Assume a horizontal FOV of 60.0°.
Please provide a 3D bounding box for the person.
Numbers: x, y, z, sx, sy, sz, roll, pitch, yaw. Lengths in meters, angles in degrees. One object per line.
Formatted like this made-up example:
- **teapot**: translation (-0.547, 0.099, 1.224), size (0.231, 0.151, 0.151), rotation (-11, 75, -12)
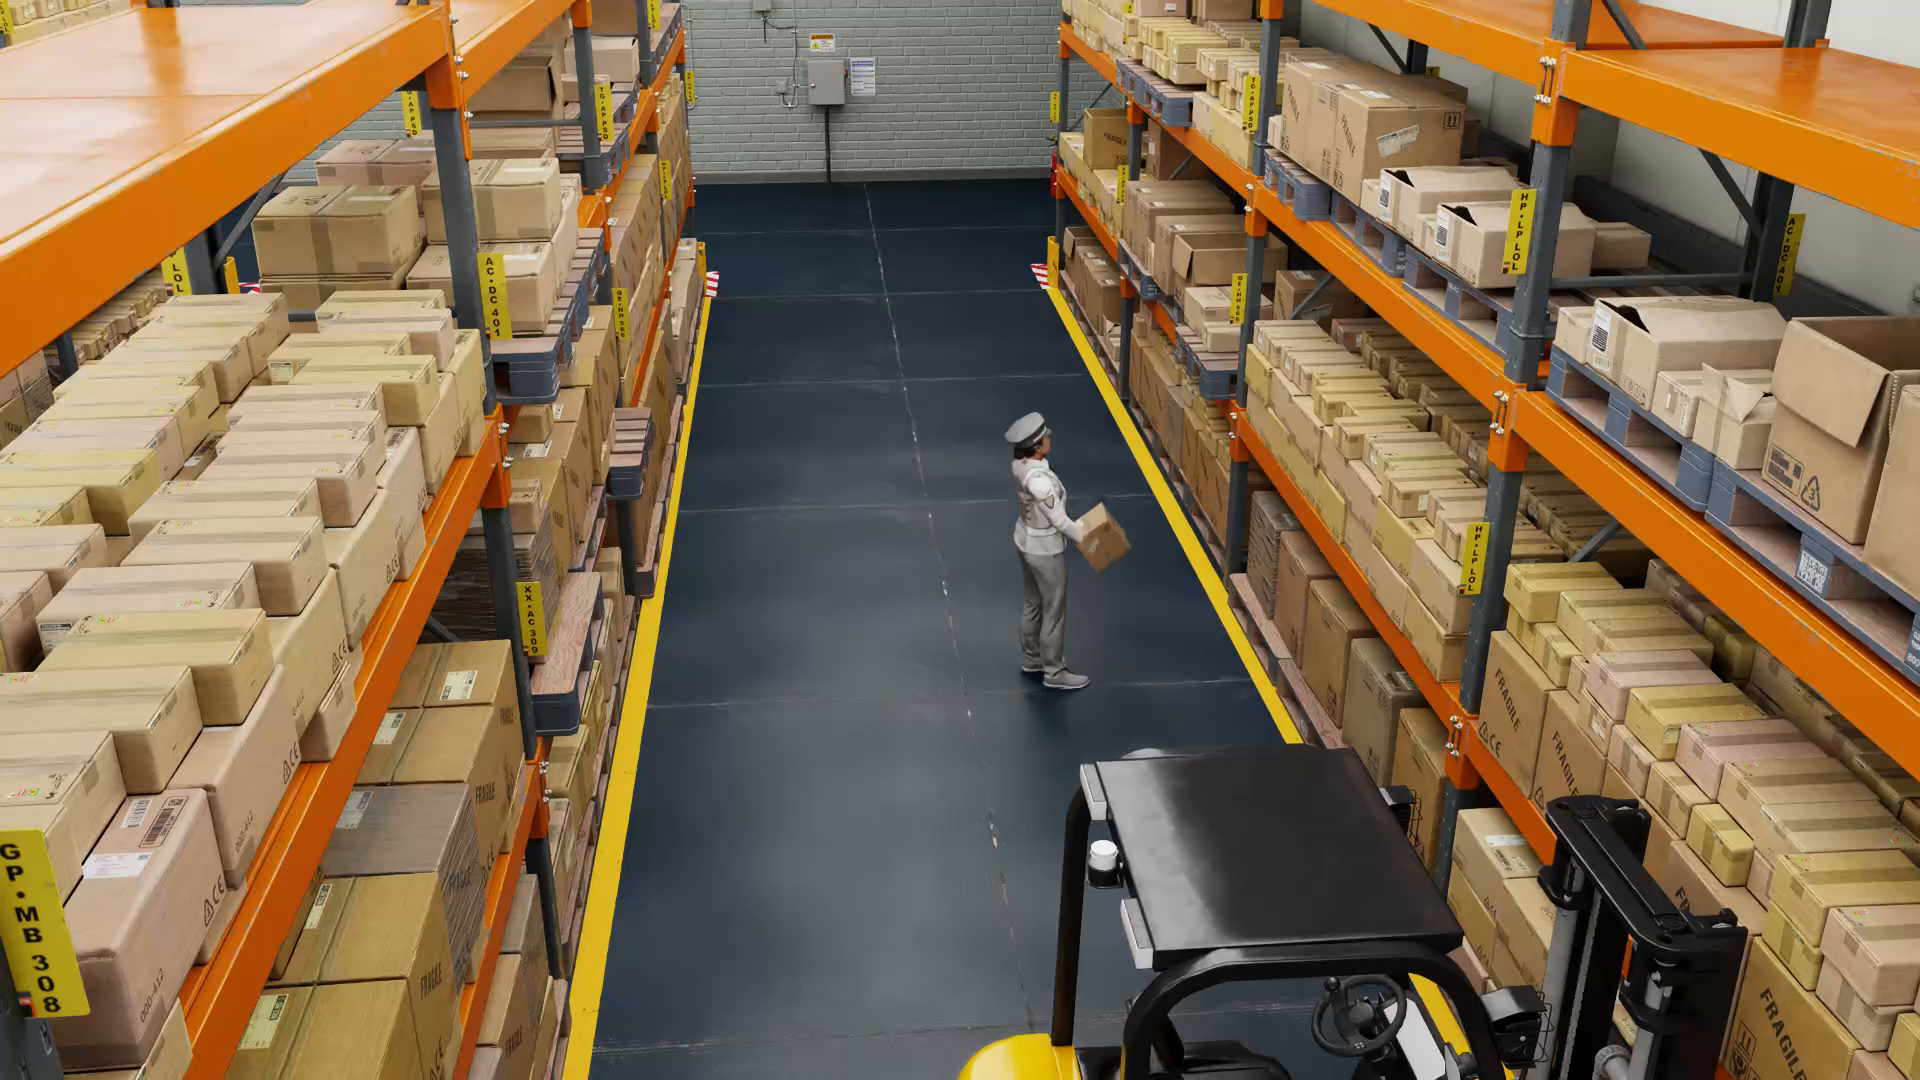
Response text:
- **person**: translation (0.531, 0.051, 9.938), size (0.535, 1.701, 0.511), rotation (-7, 25, -16)
